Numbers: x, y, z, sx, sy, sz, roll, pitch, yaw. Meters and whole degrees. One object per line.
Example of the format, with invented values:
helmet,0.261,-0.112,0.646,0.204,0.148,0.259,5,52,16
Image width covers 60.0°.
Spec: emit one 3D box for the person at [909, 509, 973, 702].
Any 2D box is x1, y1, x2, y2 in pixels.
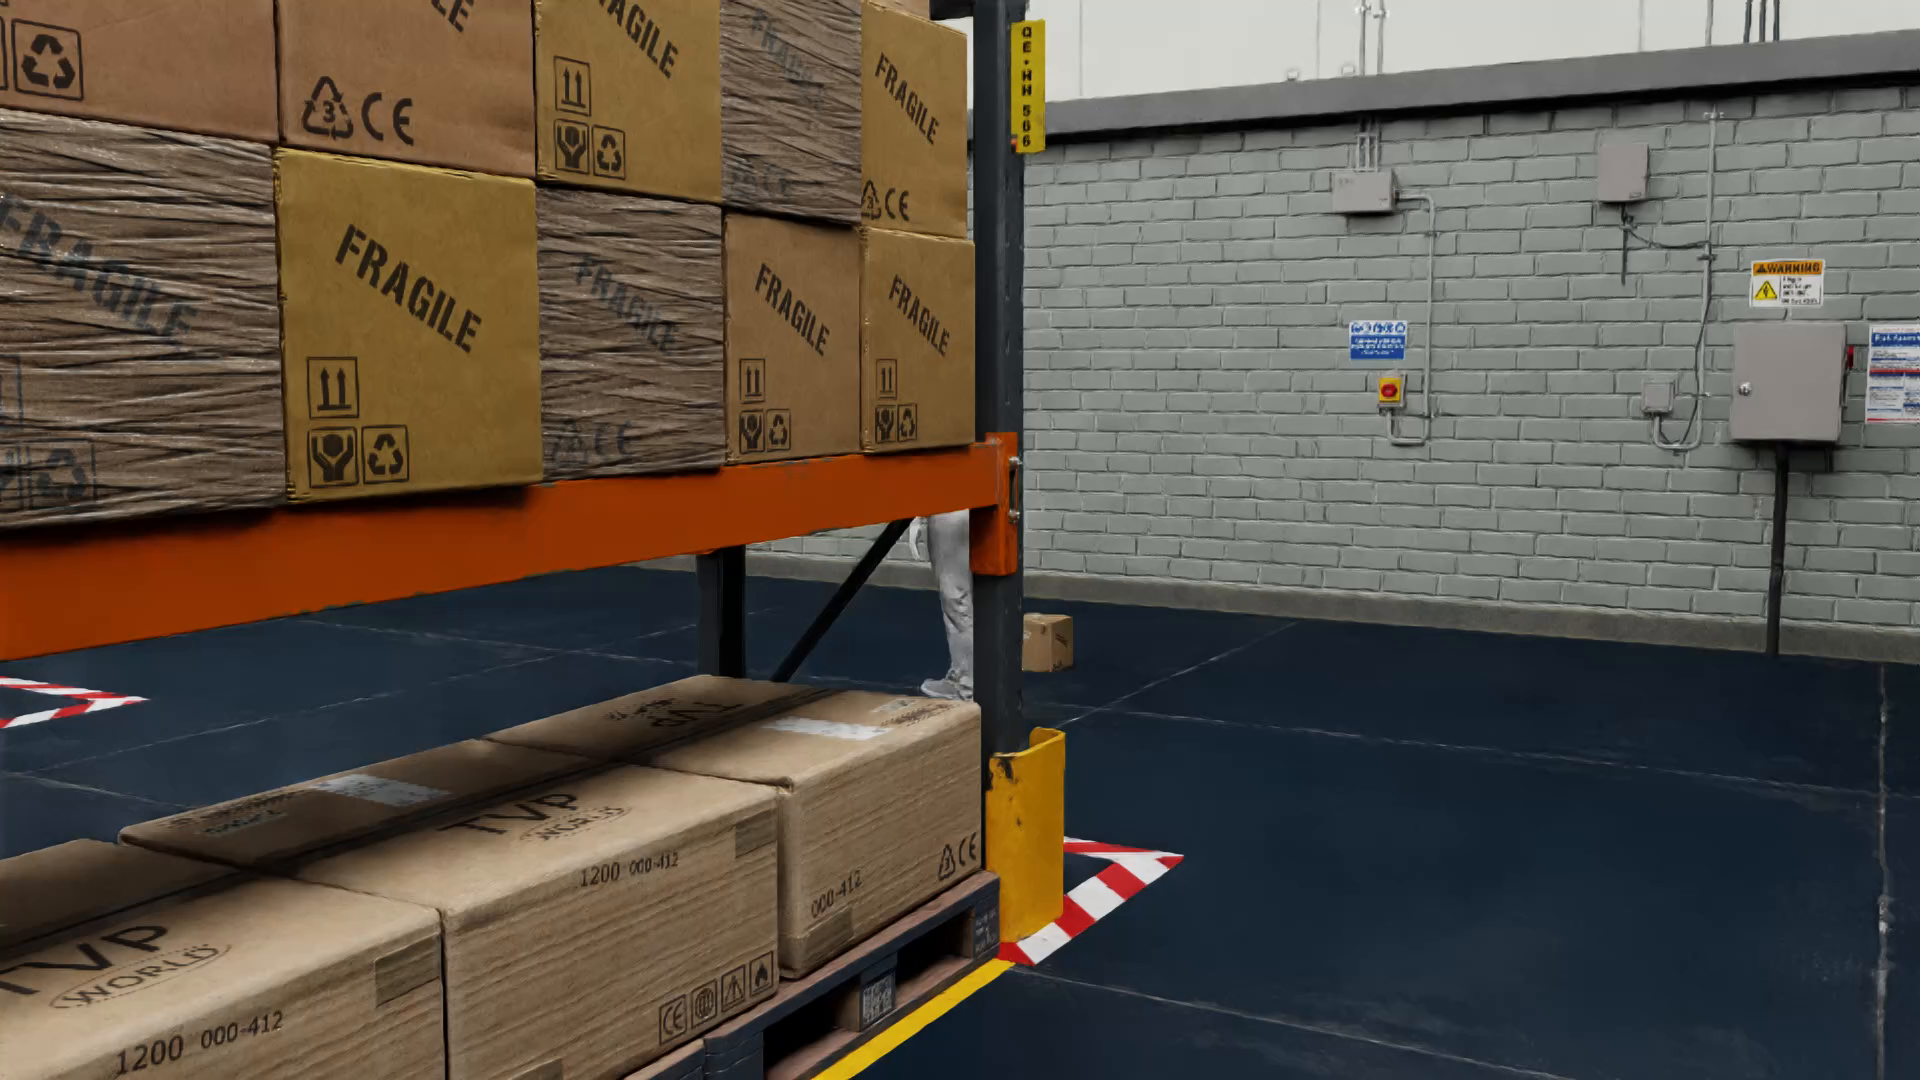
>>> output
person,-0.019,-0.103,7.080,0.589,1.672,0.658,6,9,45
